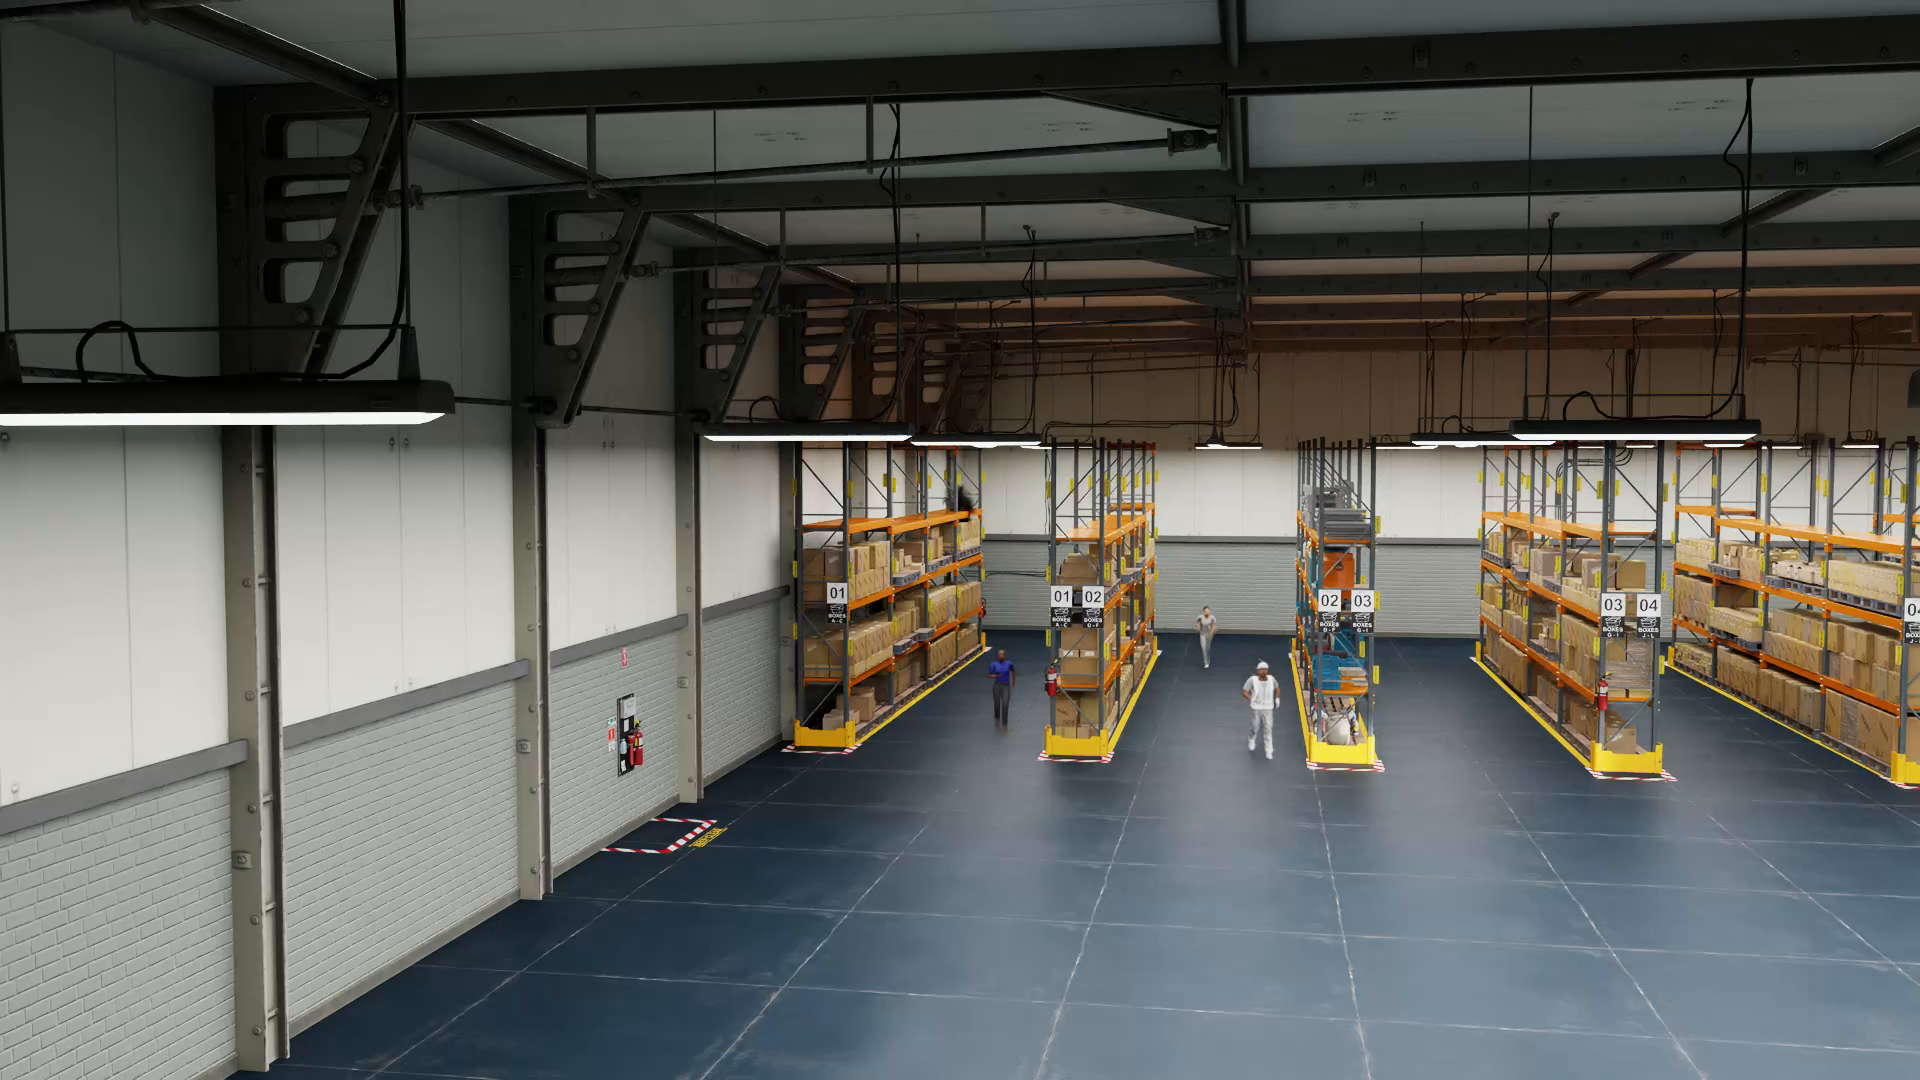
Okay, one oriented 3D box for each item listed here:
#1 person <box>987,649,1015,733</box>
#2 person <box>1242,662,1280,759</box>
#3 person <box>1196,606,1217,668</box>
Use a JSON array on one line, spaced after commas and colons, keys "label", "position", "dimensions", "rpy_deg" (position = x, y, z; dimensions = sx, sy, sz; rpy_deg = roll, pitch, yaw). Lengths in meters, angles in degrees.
[{"label": "person", "position": [0.844, 3.064, 34.175], "dimensions": [0.604, 1.663, 0.900], "rpy_deg": [0, 3, -3]}, {"label": "person", "position": [5.651, 3.160, 31.152], "dimensions": [0.736, 1.762, 0.987], "rpy_deg": [0, 3, -2]}, {"label": "person", "position": [6.556, 2.556, 44.312], "dimensions": [0.561, 1.630, 0.999], "rpy_deg": [0, 3, 9]}]
